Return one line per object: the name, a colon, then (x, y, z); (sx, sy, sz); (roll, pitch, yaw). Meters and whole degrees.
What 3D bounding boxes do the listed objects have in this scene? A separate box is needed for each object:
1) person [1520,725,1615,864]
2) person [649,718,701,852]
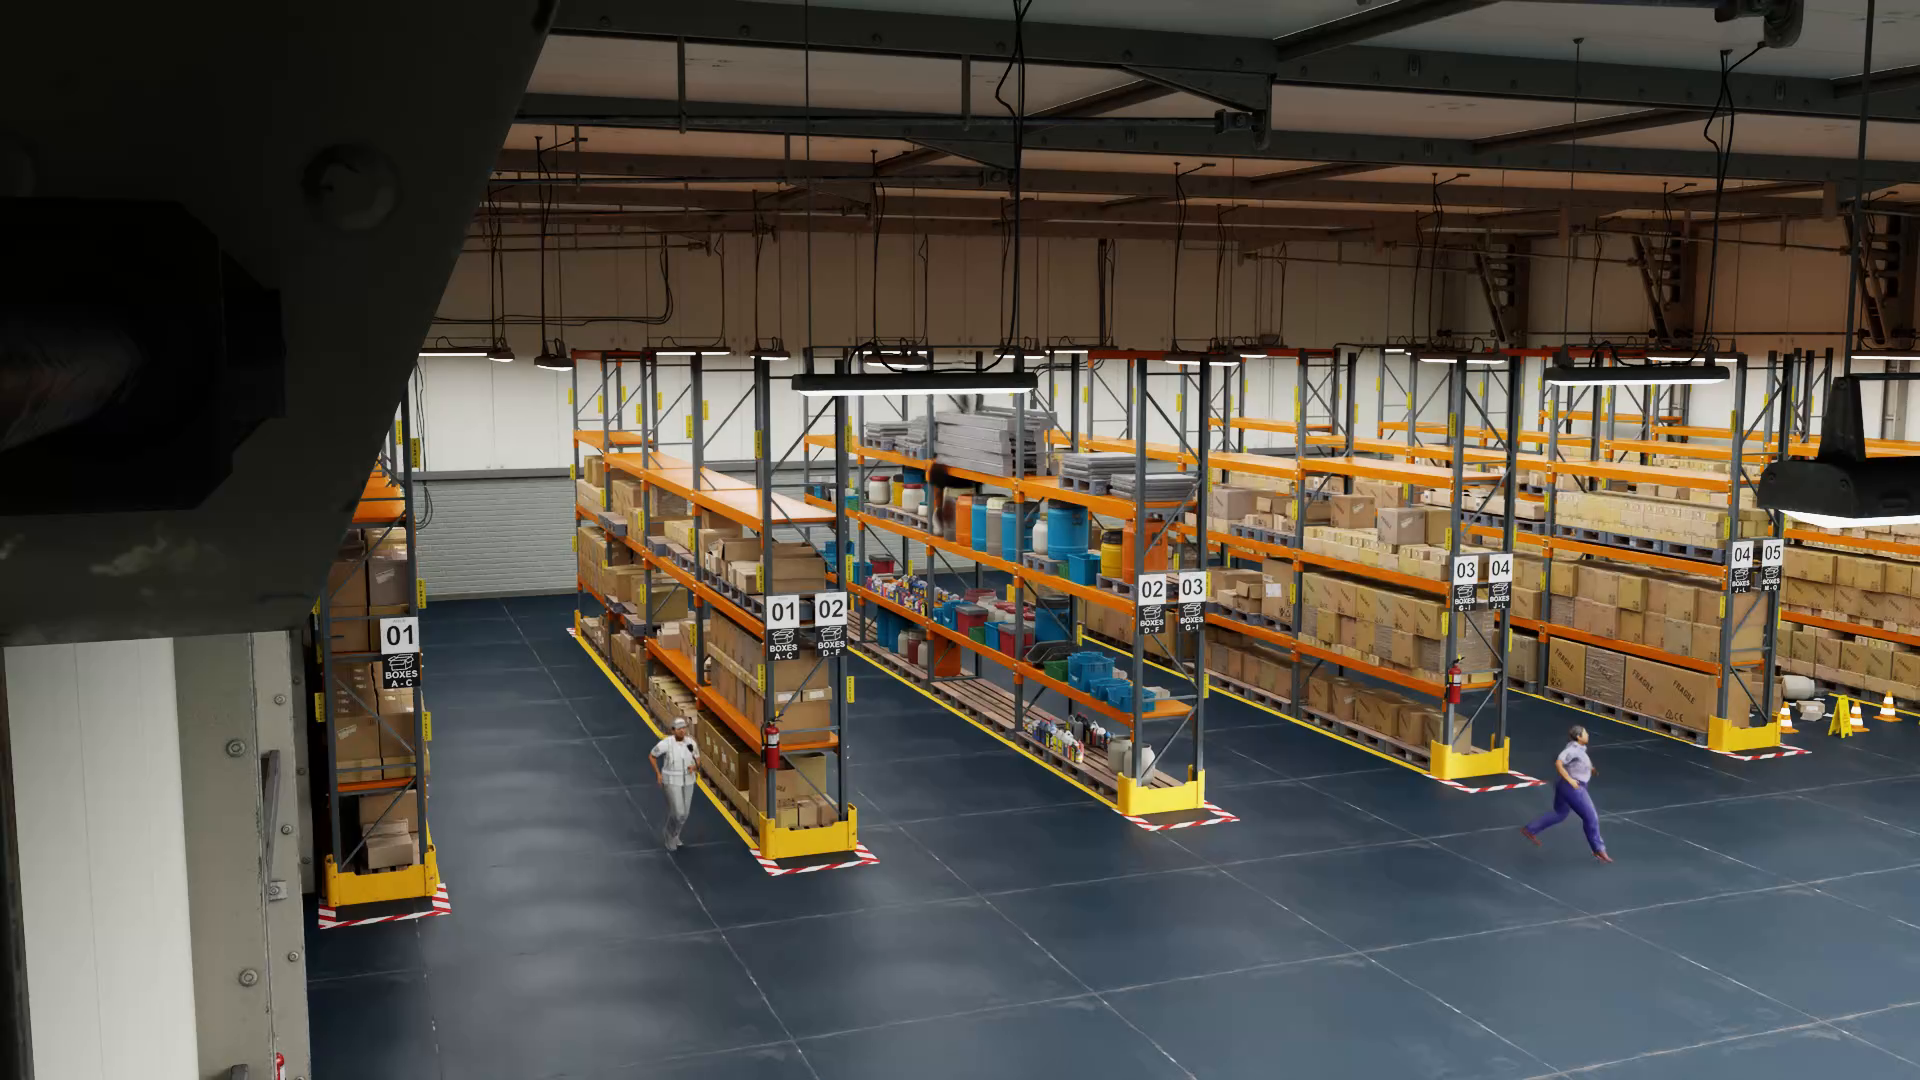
person: (7.350, 3.044, 20.076); (1.071, 1.674, 0.572); (1, 7, 7)
person: (-3.443, 2.990, 20.362); (0.575, 1.644, 0.636); (-5, 9, -35)
